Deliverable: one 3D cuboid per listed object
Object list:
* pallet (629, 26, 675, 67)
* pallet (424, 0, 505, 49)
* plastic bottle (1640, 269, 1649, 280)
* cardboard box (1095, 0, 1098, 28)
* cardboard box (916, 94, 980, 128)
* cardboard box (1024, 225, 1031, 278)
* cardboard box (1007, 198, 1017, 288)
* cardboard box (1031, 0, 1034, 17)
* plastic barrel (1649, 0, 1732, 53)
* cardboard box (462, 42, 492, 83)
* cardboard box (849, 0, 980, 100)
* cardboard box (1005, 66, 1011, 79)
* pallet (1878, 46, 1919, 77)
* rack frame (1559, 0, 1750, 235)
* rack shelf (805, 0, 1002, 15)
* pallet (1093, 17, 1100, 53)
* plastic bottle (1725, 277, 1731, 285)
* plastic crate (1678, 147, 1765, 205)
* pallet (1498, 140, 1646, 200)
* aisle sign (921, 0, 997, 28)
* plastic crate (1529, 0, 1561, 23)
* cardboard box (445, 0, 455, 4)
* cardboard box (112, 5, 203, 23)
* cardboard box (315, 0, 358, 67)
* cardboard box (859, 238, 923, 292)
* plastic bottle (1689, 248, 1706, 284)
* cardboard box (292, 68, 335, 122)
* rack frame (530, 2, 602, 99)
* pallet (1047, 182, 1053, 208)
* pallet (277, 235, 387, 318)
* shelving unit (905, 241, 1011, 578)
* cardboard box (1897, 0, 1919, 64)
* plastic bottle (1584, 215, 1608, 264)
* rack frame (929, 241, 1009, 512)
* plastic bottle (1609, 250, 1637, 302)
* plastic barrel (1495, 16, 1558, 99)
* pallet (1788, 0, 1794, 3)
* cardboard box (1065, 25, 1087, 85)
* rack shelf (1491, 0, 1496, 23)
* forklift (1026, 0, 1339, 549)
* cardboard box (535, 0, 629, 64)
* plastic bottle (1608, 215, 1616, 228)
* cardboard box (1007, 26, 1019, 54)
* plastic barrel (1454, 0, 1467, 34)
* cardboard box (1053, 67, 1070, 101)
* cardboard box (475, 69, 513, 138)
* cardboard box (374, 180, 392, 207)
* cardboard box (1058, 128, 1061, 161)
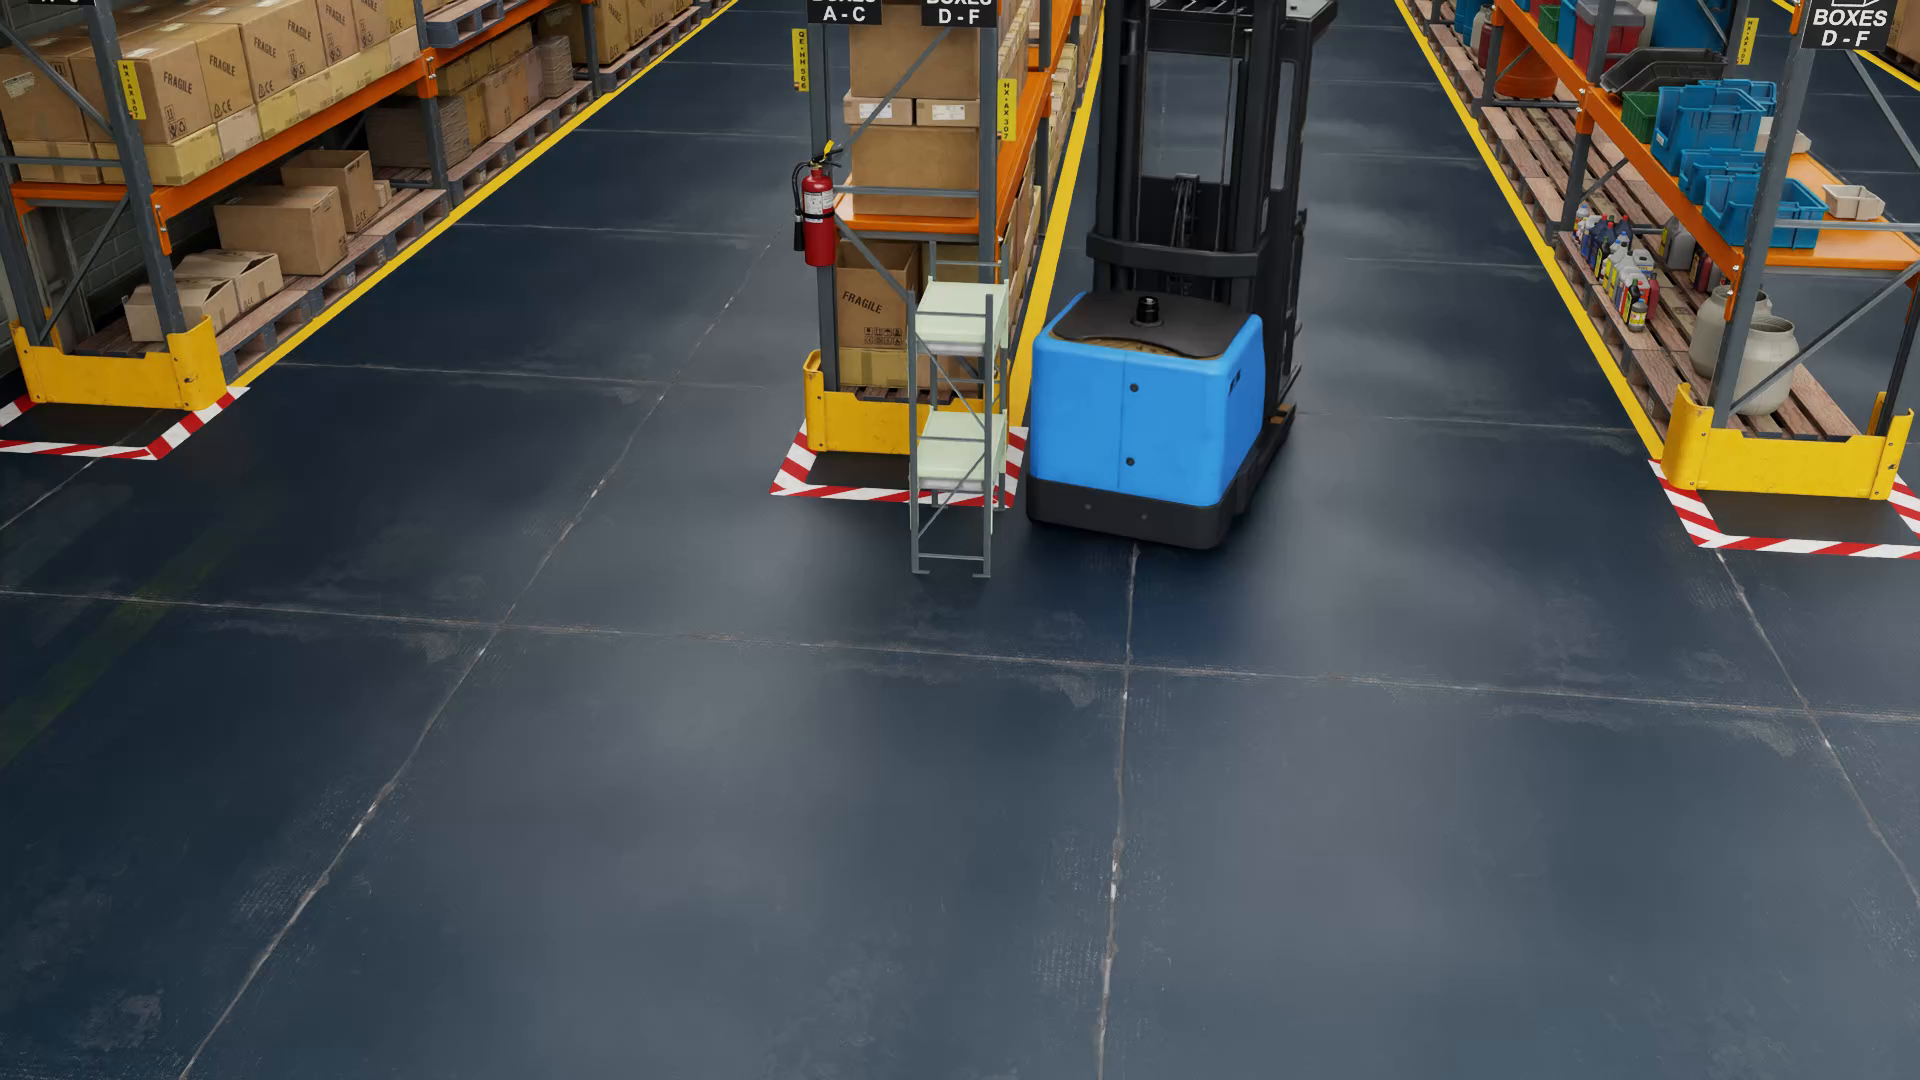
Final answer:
[{"bbox_3d":[-3.914,-5.668,19.048,1.003,0.211,1.213,3,28,6],"label":"pallet"},{"bbox_3d":[-4.490,-4.340,13.845,1.003,0.211,1.213,3,28,6],"label":"pallet"},{"bbox_3d":[4.621,-1.740,11.304,0.097,0.201,0.097,0,28,0],"label":"plastic bottle"},{"bbox_3d":[1.324,-6.165,19.202,0.500,0.500,0.500,3,29,6],"label":"cardboard box"},{"bbox_3d":[-0.039,-2.406,9.264,0.380,0.149,0.250,3,28,6],"label":"cardboard box"},{"bbox_3d":[0.231,-2.059,11.866,0.500,0.250,0.500,3,28,6],"label":"cardboard box"},{"bbox_3d":[0.093,-1.920,10.816,0.500,0.500,0.500,3,28,6],"label":"cardboard box"},{"bbox_3d":[0.336,-3.860,11.962,0.380,0.149,0.250,3,28,5],"label":"cardboard box"},{"bbox_3d":[5.453,-3.882,12.265,0.600,0.901,0.708,3,28,6],"label":"plastic barrel"},{"bbox_3d":[-4.544,-4.296,14.943,0.500,0.250,0.500,3,28,5],"label":"cardboard box"},{"bbox_3d":[-0.225,-2.763,9.243,0.700,0.500,0.500,3,29,6],"label":"cardboard box"},{"bbox_3d":[-0.044,-2.896,10.857,0.700,0.500,0.500,4,29,8],"label":"cardboard box"},{"bbox_3d":[10.981,-5.380,18.514,1.003,0.211,1.213,3,28,6],"label":"pallet"},{"bbox_3d":[5.105,-3.497,12.079,1.000,3.000,0.127,3,28,6],"label":"rack frame"},{"bbox_3d":[-0.056,-3.849,10.328,1.077,0.370,4.000,3,28,6],"label":"rack shelf"},{"bbox_3d":[1.107,-5.940,19.553,1.003,0.211,1.213,3,28,6],"label":"pallet"},{"bbox_3d":[5.225,-1.746,11.241,0.097,0.271,0.097,0,28,0],"label":"plastic bottle"},{"bbox_3d":[4.464,-2.107,9.656,0.499,0.251,0.408,3,28,6],"label":"plastic crate"},{"bbox_3d":[5.309,-3.217,14.500,1.003,0.211,1.213,3,28,6],"label":"pallet"},{"bbox_3d":[-0.005,-3.000,8.414,0.394,0.787,0.004,3,28,6],"label":"aisle sign"},{"bbox_3d":[5.093,-4.665,14.180,0.402,0.464,0.583,3,28,6],"label":"plastic crate"},{"bbox_3d":[-4.556,-4.811,13.948,0.700,0.500,0.500,6,29,11],"label":"cardboard box"},{"bbox_3d":[-5.241,-3.177,10.831,0.500,0.500,0.500,3,28,5],"label":"cardboard box"},{"bbox_3d":[-4.607,-3.634,11.678,0.500,0.500,0.500,3,28,5],"label":"cardboard box"},{"bbox_3d":[-0.423,-1.950,10.872,0.500,0.500,0.500,3,28,6],"label":"cardboard box"},{"bbox_3d":[5.144,-1.927,11.564,0.061,0.283,0.133,3,28,6],"label":"plastic bottle"},{"bbox_3d":[-4.661,-3.067,11.417,0.500,0.250,0.500,4,29,7],"label":"cardboard box"},{"bbox_3d":[-4.238,-5.956,16.642,1.000,3.000,0.127,3,28,6],"label":"rack frame"},{"bbox_3d":[0.241,-2.908,13.926,1.003,0.211,1.213,3,28,6],"label":"pallet"},{"bbox_3d":[-4.922,-1.951,12.149,1.003,0.211,1.213,3,28,6],"label":"pallet"},{"bbox_3d":[-0.001,-0.657,8.388,0.431,1.500,0.755,3,28,6],"label":"shelving unit"},{"bbox_3d":[10.833,-5.502,17.597,1.225,0.875,0.875,2,28,4],"label":"cardboard box"},{"bbox_3d":[4.594,-2.169,11.942,0.144,0.351,0.185,4,29,8],"label":"plastic bottle"},{"bbox_3d":[0.044,-0.829,8.708,0.400,1.500,0.023,3,28,6],"label":"rack frame"},{"bbox_3d":[4.496,-1.792,11.243,0.144,0.351,0.185,5,29,8],"label":"plastic bottle"},{"bbox_3d":[5.638,-4.841,16.418,0.600,0.830,0.708,3,28,6],"label":"plastic barrel"},{"bbox_3d":[11.470,-7.249,21.984,1.003,0.211,1.213,3,28,6],"label":"pallet"},{"bbox_3d":[1.018,-4.961,16.967,0.500,0.500,0.500,5,29,8],"label":"cardboard box"},{"bbox_3d":[5.840,-6.005,17.492,1.077,0.370,4.000,3,28,6],"label":"rack shelf"},{"bbox_3d":[1.370,-1.922,9.227,1.130,2.935,3.031,11,30,19],"label":"forklift"},{"bbox_3d":[-4.017,-5.533,17.681,0.750,0.750,0.750,3,28,6],"label":"cardboard box"},{"bbox_3d":[4.724,-2.211,12.091,0.061,0.283,0.133,3,28,6],"label":"plastic bottle"},{"bbox_3d":[0.182,-3.253,10.837,0.380,0.149,0.250,4,29,8],"label":"cardboard box"},{"bbox_3d":[6.001,-6.269,18.993,0.600,0.901,0.708,3,28,6],"label":"plastic barrel"},{"bbox_3d":[0.737,-4.148,15.151,0.500,0.311,0.500,3,28,6],"label":"cardboard box"},{"bbox_3d":[-4.538,-3.998,15.179,0.700,0.500,0.500,4,29,7],"label":"cardboard box"},{"bbox_3d":[-4.764,-2.766,13.244,0.380,0.166,0.250,0,28,0],"label":"cardboard box"},{"bbox_3d":[0.609,-3.421,14.394,0.500,0.250,0.500,3,28,5],"label":"cardboard box"}]
